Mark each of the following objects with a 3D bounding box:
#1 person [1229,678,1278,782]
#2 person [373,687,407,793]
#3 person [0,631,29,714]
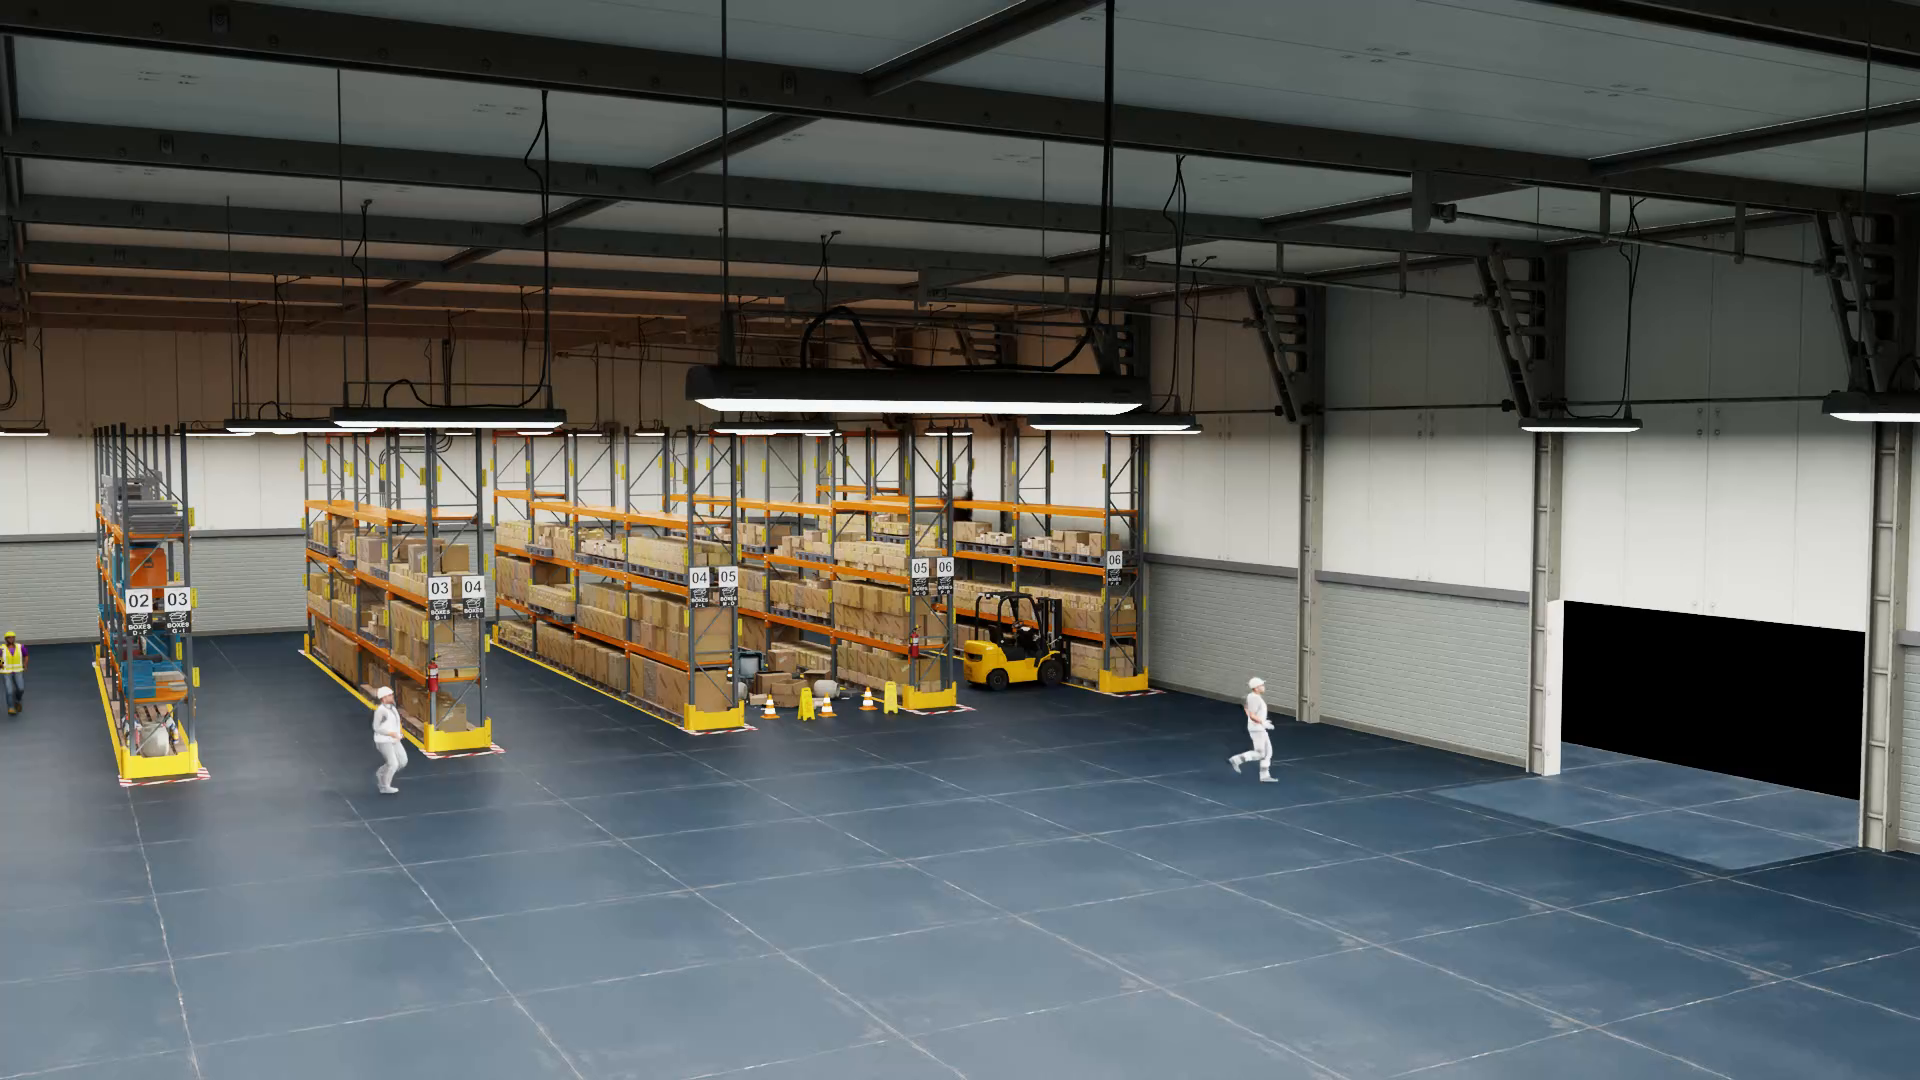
[{"bbox_3d":[4.913,3.172,27.749,0.823,1.762,0.655,1,4,10],"label":"person"},{"bbox_3d":[-9.223,3.227,26.858,0.576,1.725,0.638,0,3,6],"label":"person"},{"bbox_3d":[-19.686,2.756,34.560,0.681,1.721,0.593,-3,4,-38],"label":"person"}]
